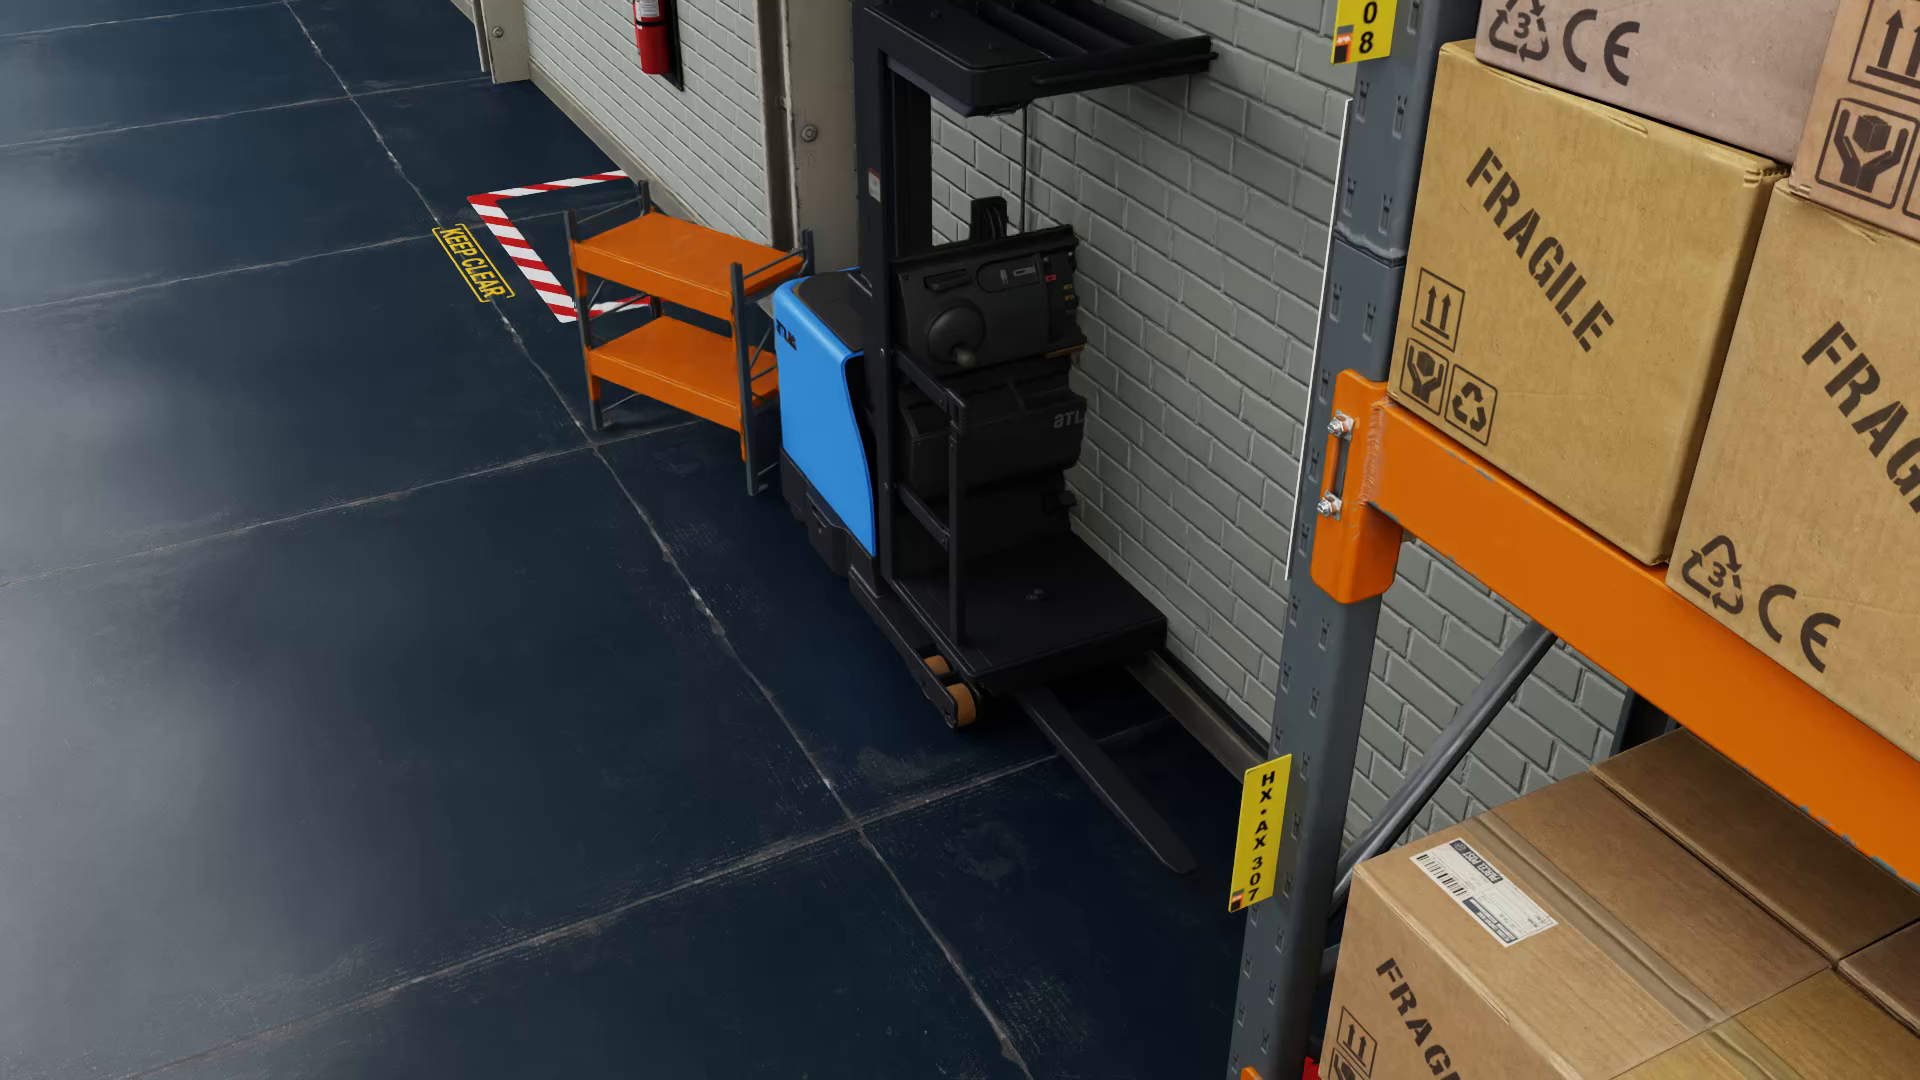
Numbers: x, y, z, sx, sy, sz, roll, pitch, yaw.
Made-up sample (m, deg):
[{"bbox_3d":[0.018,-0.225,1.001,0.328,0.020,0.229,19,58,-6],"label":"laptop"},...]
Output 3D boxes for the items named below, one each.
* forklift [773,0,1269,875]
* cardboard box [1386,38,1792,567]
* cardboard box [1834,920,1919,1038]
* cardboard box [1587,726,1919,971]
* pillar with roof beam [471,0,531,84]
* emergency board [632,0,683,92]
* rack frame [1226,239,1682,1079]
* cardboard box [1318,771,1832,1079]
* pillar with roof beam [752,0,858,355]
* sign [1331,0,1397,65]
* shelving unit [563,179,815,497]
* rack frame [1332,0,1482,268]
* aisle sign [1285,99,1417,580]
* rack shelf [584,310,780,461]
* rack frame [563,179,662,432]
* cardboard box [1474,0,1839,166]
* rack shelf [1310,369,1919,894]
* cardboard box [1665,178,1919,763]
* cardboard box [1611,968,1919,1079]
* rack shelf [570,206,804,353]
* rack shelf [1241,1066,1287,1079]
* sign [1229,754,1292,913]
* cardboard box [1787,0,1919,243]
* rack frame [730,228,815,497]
[{"bbox_3d":[0.314,-0.811,5.799,1.130,2.935,3.031,-15,36,-22],"label":"forklift"},{"bbox_3d":[0.935,-0.354,2.130,0.500,0.500,0.500,-15,36,-22],"label":"cardboard box"},{"bbox_3d":[1.634,0.890,2.505,0.500,0.500,0.500,-15,36,-22],"label":"cardboard box"},{"bbox_3d":[1.408,0.647,2.884,0.500,0.500,0.500,-16,36,-24],"label":"cardboard box"},{"bbox_3d":[-7.312,-6.317,8.767,9.100,9.000,0.400,-16,36,-23],"label":"pillar with roof beam"},{"bbox_3d":[-1.824,-3.199,9.462,0.194,1.169,0.643,-16,36,-23],"label":"emergency board"},{"bbox_3d":[1.000,0.737,3.319,1.000,3.000,0.127,-16,36,-23],"label":"rack frame"},{"bbox_3d":[0.957,0.779,2.678,0.500,0.500,0.500,-16,36,-23],"label":"cardboard box"},{"bbox_3d":[-4.514,-3.453,4.298,9.100,9.000,0.400,-16,36,-23],"label":"pillar with roof beam"},{"bbox_3d":[0.520,-0.758,2.061,0.100,0.325,0.005,-16,36,-23],"label":"sign"},{"bbox_3d":[-1.214,-0.947,7.685,1.048,1.125,0.538,22,39,30],"label":"shelving unit"},{"bbox_3d":[1.000,-1.789,1.701,1.000,3.000,0.127,-16,36,-23],"label":"rack frame"},{"bbox_3d":[0.701,-0.317,2.554,0.394,0.787,0.004,-16,36,-23],"label":"aisle sign"},{"bbox_3d":[-1.214,-0.741,7.817,1.000,0.278,0.538,22,39,30],"label":"rack shelf"},{"bbox_3d":[-1.623,-1.110,7.939,0.032,1.125,0.500,22,39,30],"label":"rack frame"},{"bbox_3d":[0.965,-0.753,1.826,0.500,0.500,0.500,-19,37,-26],"label":"cardboard box"},{"bbox_3d":[1.932,0.731,1.214,1.077,0.370,4.000,-16,36,-23],"label":"rack shelf"},{"bbox_3d":[1.154,-0.089,1.716,0.500,0.500,0.500,-13,35,-20],"label":"cardboard box"},{"bbox_3d":[1.178,1.018,2.306,0.500,0.500,0.500,-16,36,-23],"label":"cardboard box"},{"bbox_3d":[-1.214,-1.193,7.527,1.000,0.278,0.538,22,39,30],"label":"rack shelf"},{"bbox_3d":[1.932,1.994,2.023,1.077,0.370,4.000,-16,36,-23],"label":"rack shelf"},{"bbox_3d":[0.520,0.509,2.872,0.100,0.325,0.005,-16,36,-23],"label":"sign"},{"bbox_3d":[1.154,-0.501,1.432,0.500,0.500,0.500,-16,36,-24],"label":"cardboard box"},{"bbox_3d":[-0.805,-0.784,7.431,0.032,1.125,0.500,22,39,30],"label":"rack frame"}]
